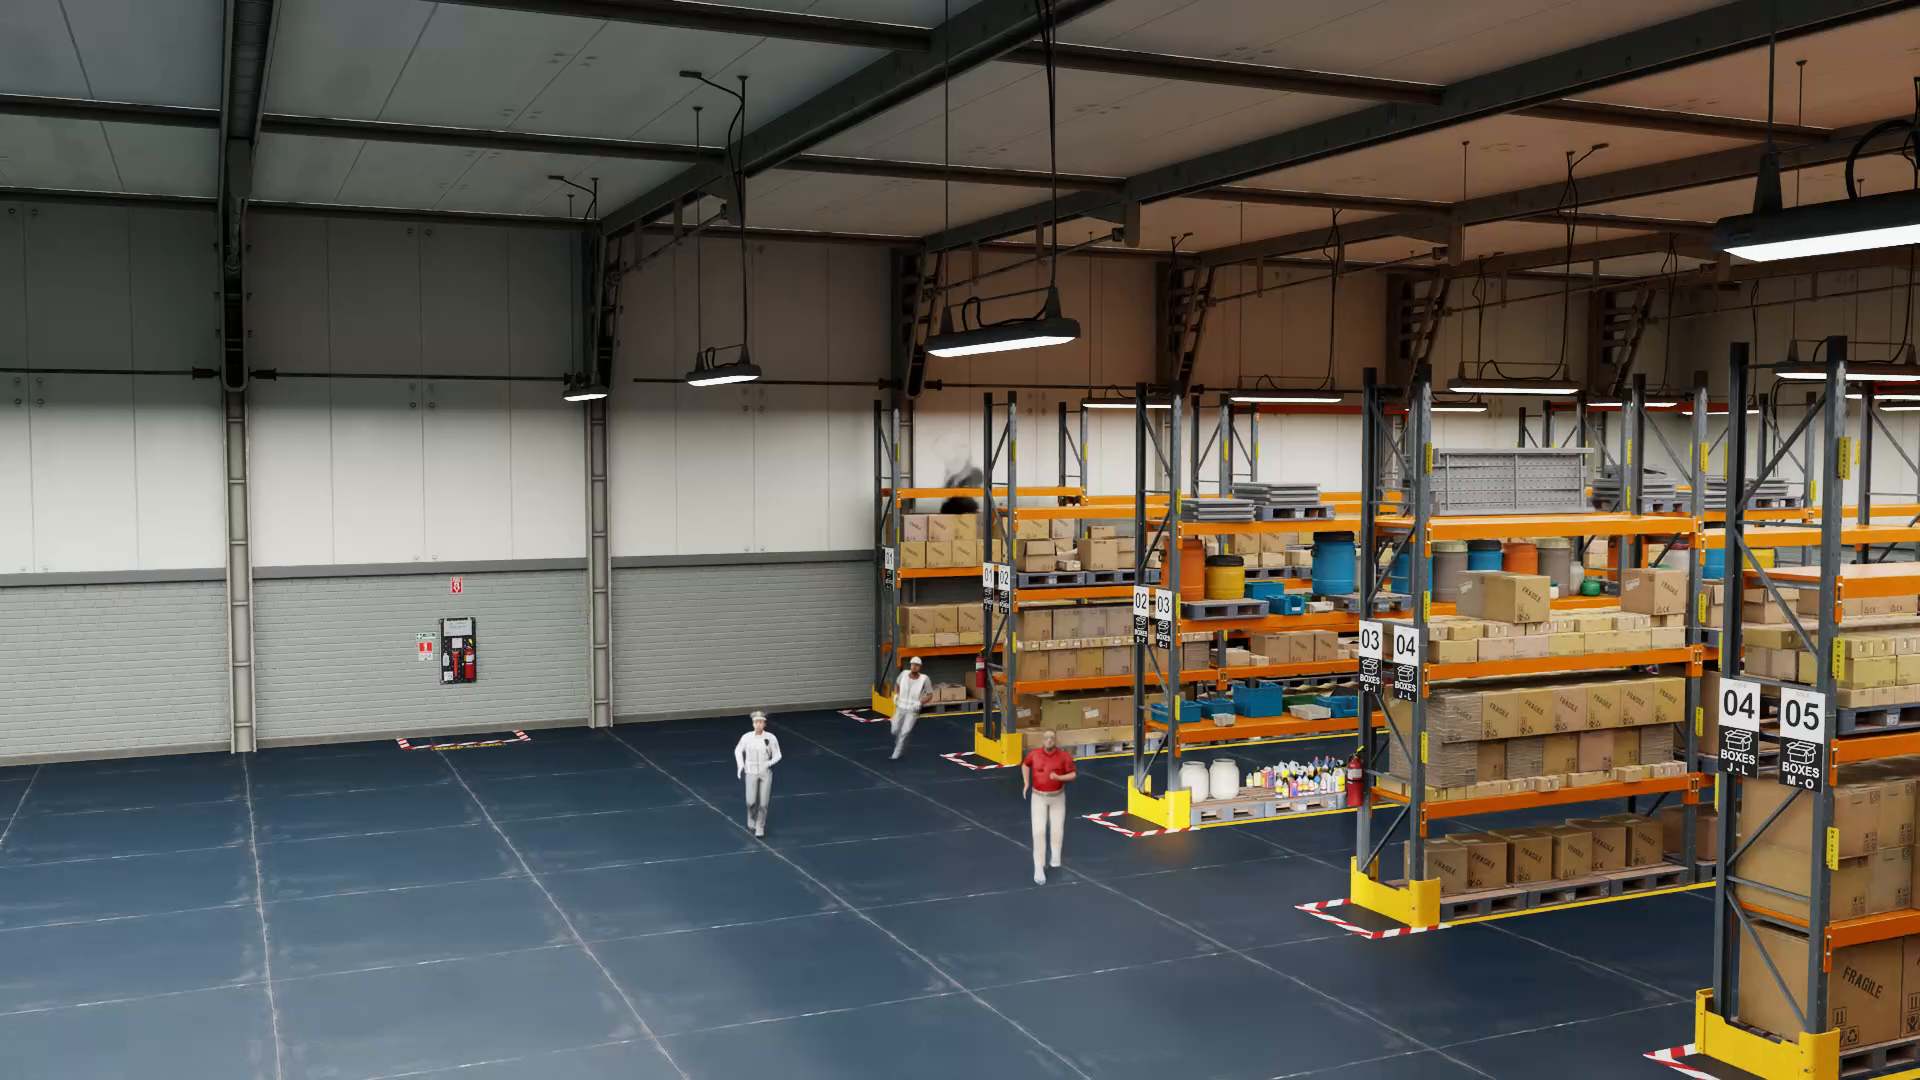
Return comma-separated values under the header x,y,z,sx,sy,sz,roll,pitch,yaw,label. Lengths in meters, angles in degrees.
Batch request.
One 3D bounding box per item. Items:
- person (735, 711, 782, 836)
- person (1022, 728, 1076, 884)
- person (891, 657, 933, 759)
x,y,z,sx,sy,sz,roll,pitch,yaw,label
-2.642,3.067,21.772,0.614,1.651,0.547,0,3,-5,person
1.064,3.136,19.887,0.649,1.773,0.889,0,3,3,person
-0.791,2.736,27.204,0.736,1.687,0.611,1,3,18,person
